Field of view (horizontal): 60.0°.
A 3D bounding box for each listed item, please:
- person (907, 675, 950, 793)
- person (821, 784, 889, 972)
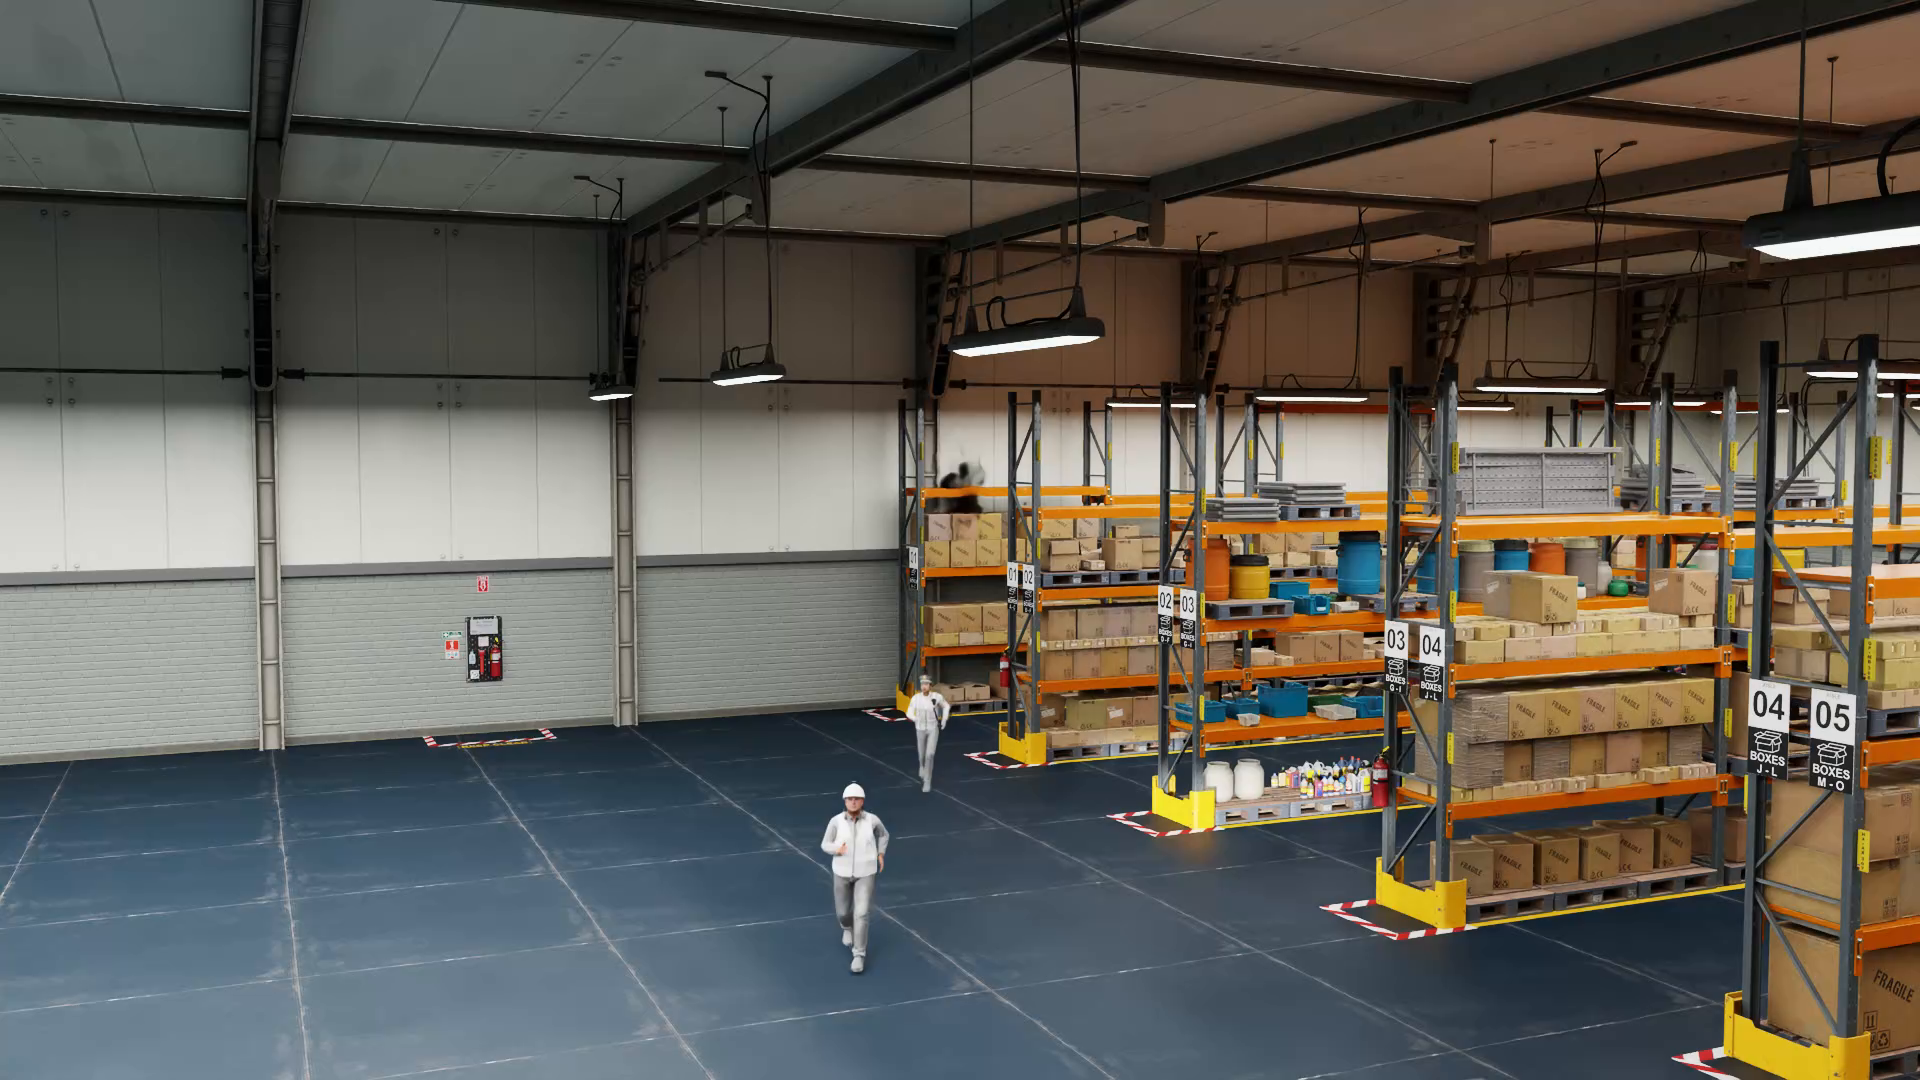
[{"bbox_3d":[-0.476,2.858,24.937,0.623,1.715,0.935,1,3,9],"label":"person"},{"bbox_3d":[-1.041,3.294,16.498,0.655,1.751,0.963,0,3,2],"label":"person"}]
